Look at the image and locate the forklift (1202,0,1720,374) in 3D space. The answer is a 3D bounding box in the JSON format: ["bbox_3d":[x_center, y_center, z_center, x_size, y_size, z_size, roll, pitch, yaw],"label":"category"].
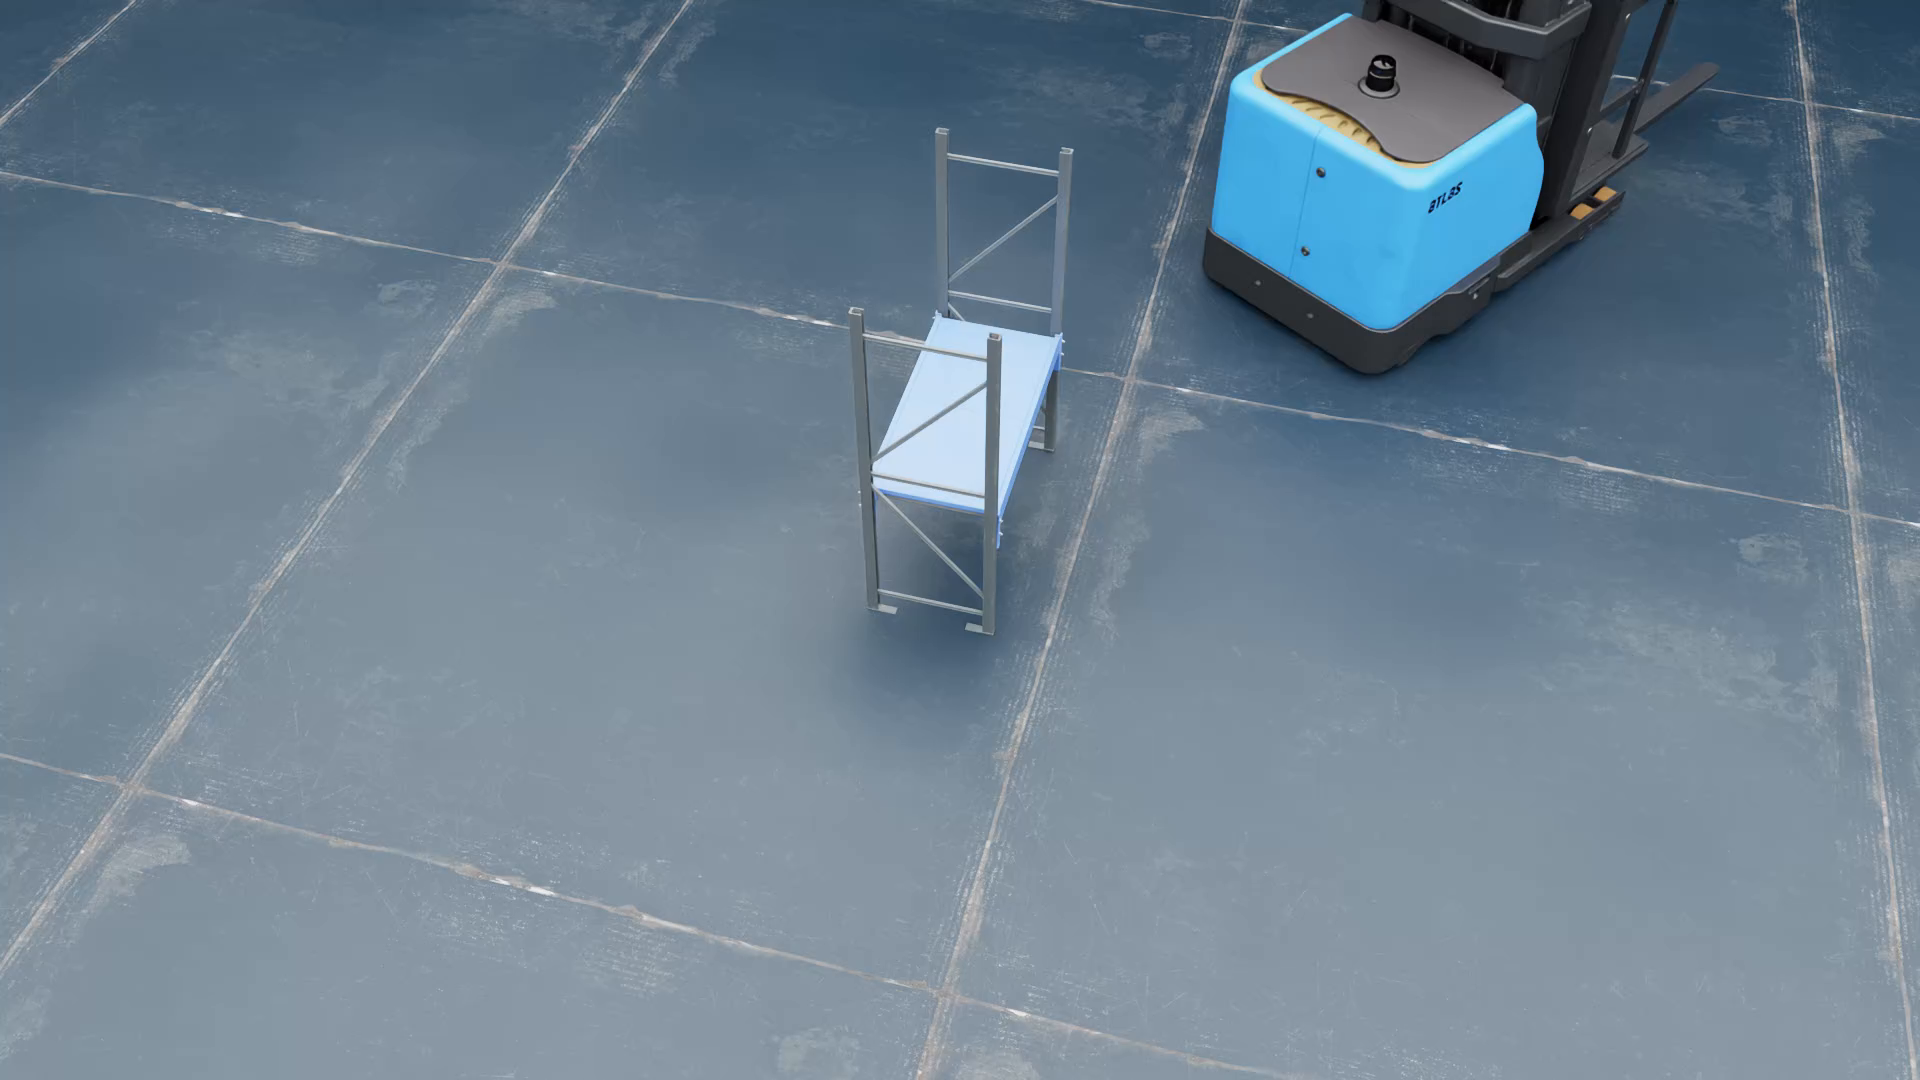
[{"bbox_3d":[2.546,-2.665,7.066,3.031,2.935,1.130,-34,57,-26],"label":"forklift"}]

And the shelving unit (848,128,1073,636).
[{"bbox_3d":[0.022,-0.558,6.161,0.538,1.500,1.048,12,50,10],"label":"shelving unit"}]

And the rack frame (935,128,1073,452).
[{"bbox_3d":[0.156,-0.926,6.486,0.500,1.500,0.032,12,50,10],"label":"rack frame"}]

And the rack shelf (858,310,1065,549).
[{"bbox_3d":[0.022,-0.439,6.296,0.538,0.185,1.000,12,50,10],"label":"rack shelf"}]

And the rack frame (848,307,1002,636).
[{"bbox_3d":[-0.111,-0.190,5.836,0.500,1.500,0.032,12,50,10],"label":"rack frame"}]
